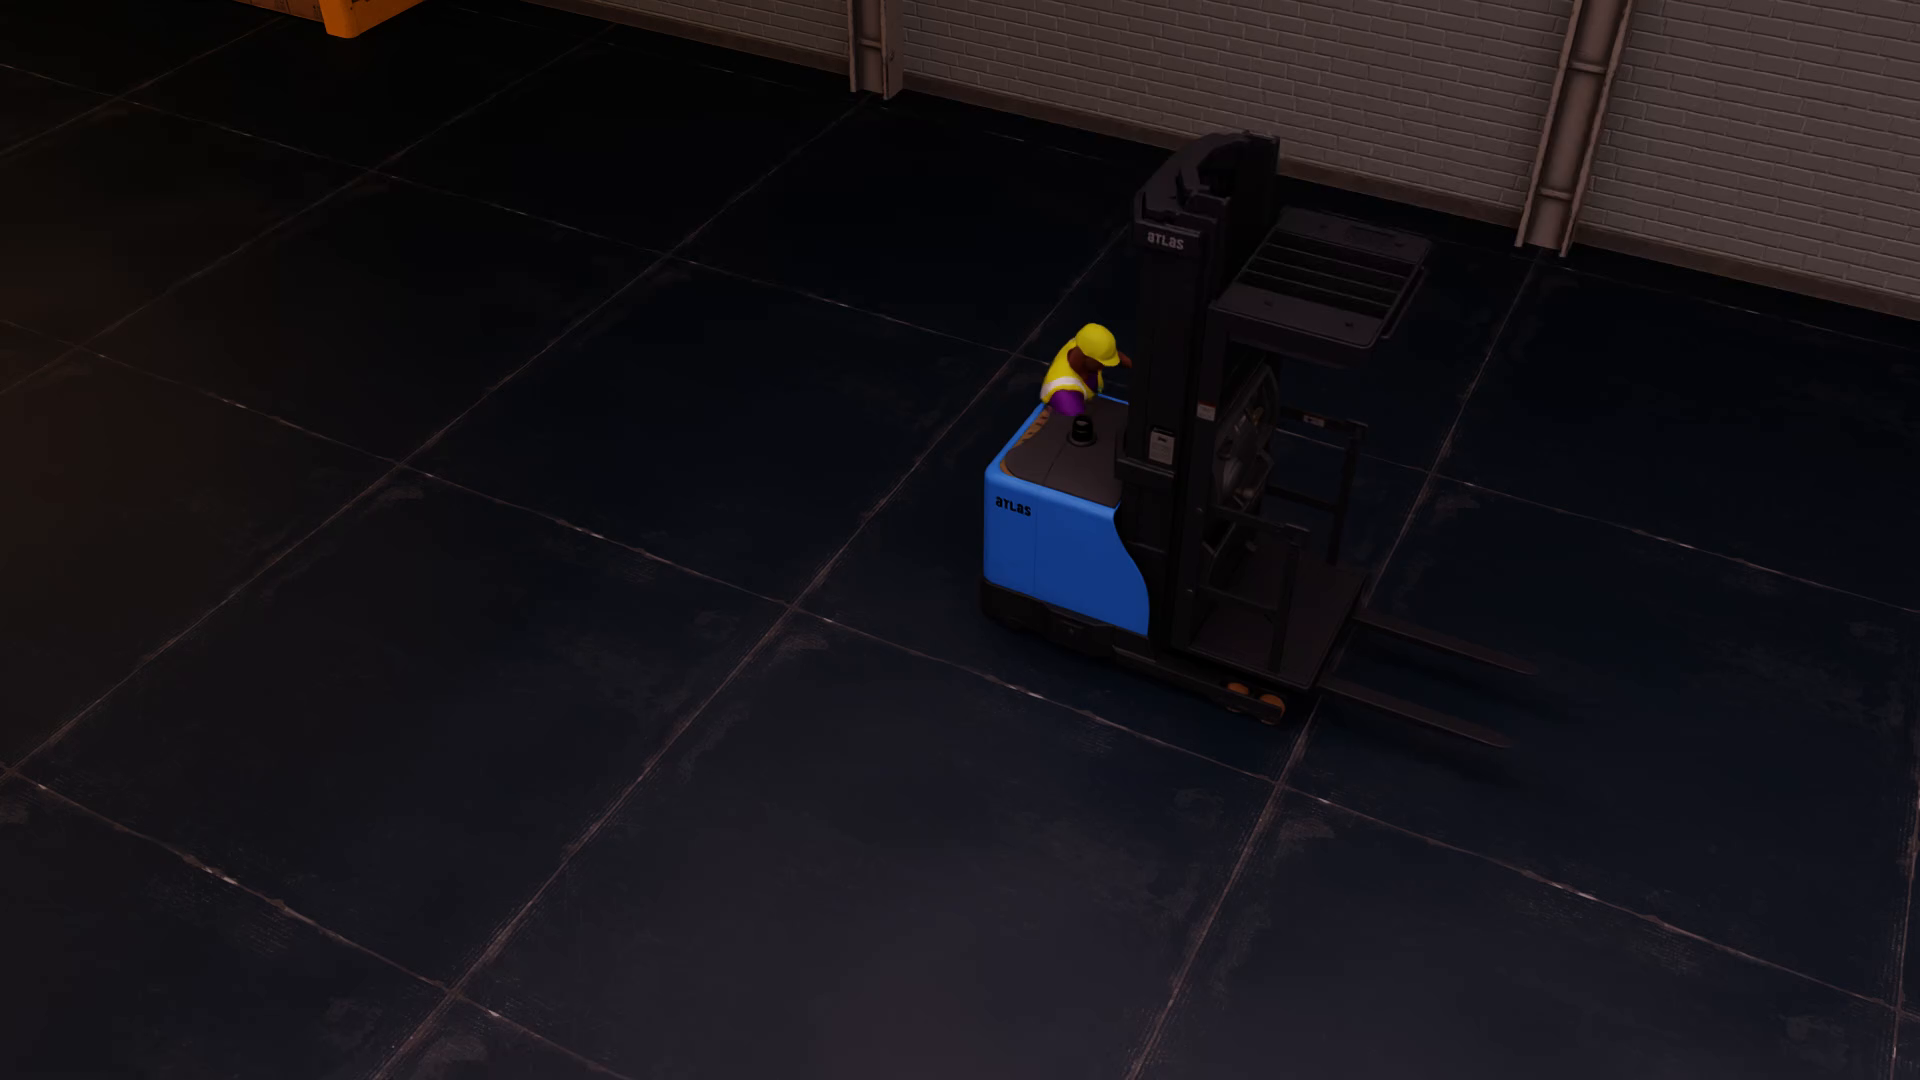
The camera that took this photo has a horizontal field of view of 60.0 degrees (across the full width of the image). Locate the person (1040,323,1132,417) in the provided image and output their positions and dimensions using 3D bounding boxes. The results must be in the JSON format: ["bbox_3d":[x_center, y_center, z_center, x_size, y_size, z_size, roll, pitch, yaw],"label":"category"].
[{"bbox_3d":[0.836,-0.638,9.793,0.730,1.522,0.997,15,42,17],"label":"person"}]

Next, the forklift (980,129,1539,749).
[{"bbox_3d":[1.666,-0.510,8.592,3.031,2.935,1.130,19,44,21],"label":"forklift"}]
